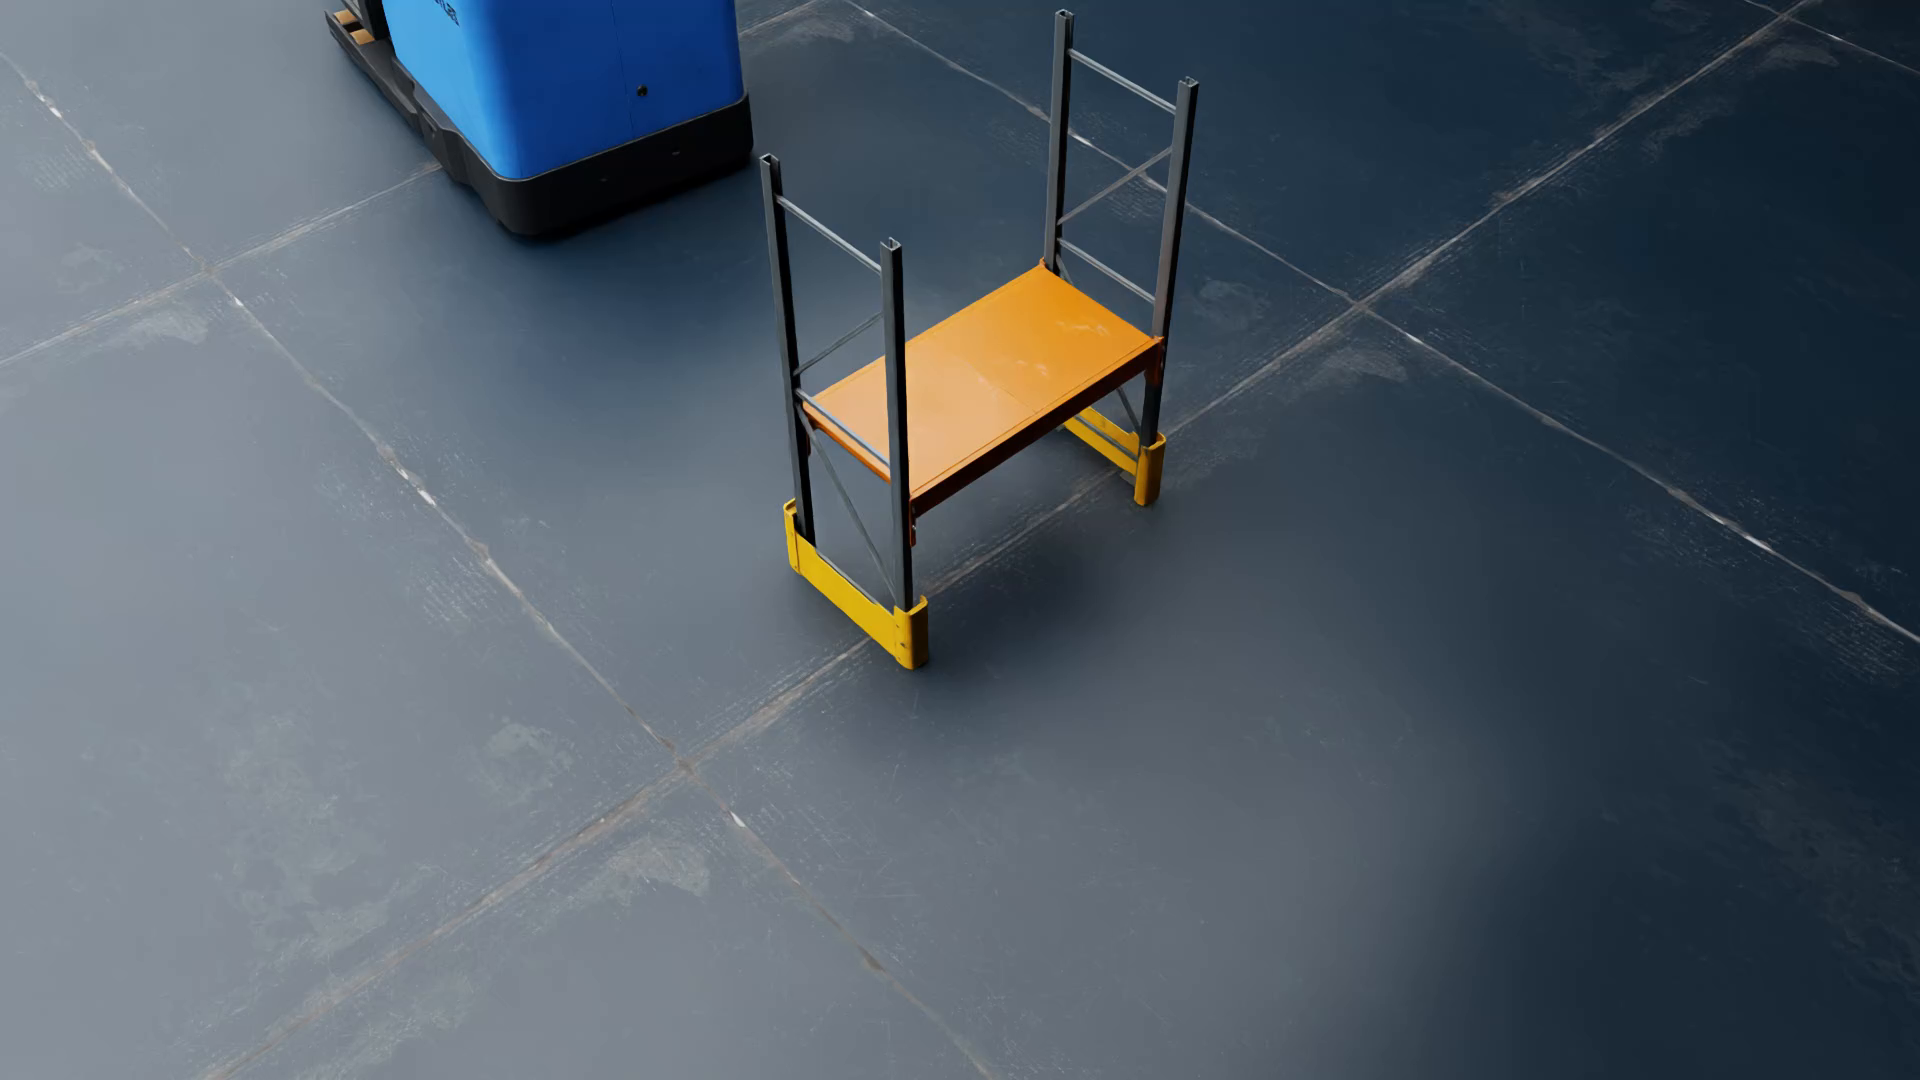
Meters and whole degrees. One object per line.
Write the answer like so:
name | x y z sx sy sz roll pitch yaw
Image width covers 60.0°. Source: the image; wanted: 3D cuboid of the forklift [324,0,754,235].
forklift | -2.072 -3.185 6.195 1.130 2.935 3.031 -27 53 -23

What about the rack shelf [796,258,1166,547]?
rack shelf | 0.063 -0.429 4.870 1.000 0.185 0.538 -34 56 -27

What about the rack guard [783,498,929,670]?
rack guard | -0.312 0.124 4.966 0.087 0.250 0.587 -34 56 -27

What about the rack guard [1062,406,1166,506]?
rack guard | 0.425 -0.369 5.420 0.087 0.250 0.587 -34 56 -27

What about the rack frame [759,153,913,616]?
rack frame | -0.313 -0.299 4.506 0.032 1.500 0.500 -34 56 -27

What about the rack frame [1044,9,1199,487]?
rack frame | 0.439 -0.802 4.970 0.032 1.500 0.500 -34 56 -27

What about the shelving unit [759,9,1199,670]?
shelving unit | 0.056 -0.546 4.734 1.083 1.500 0.587 -34 56 -27
